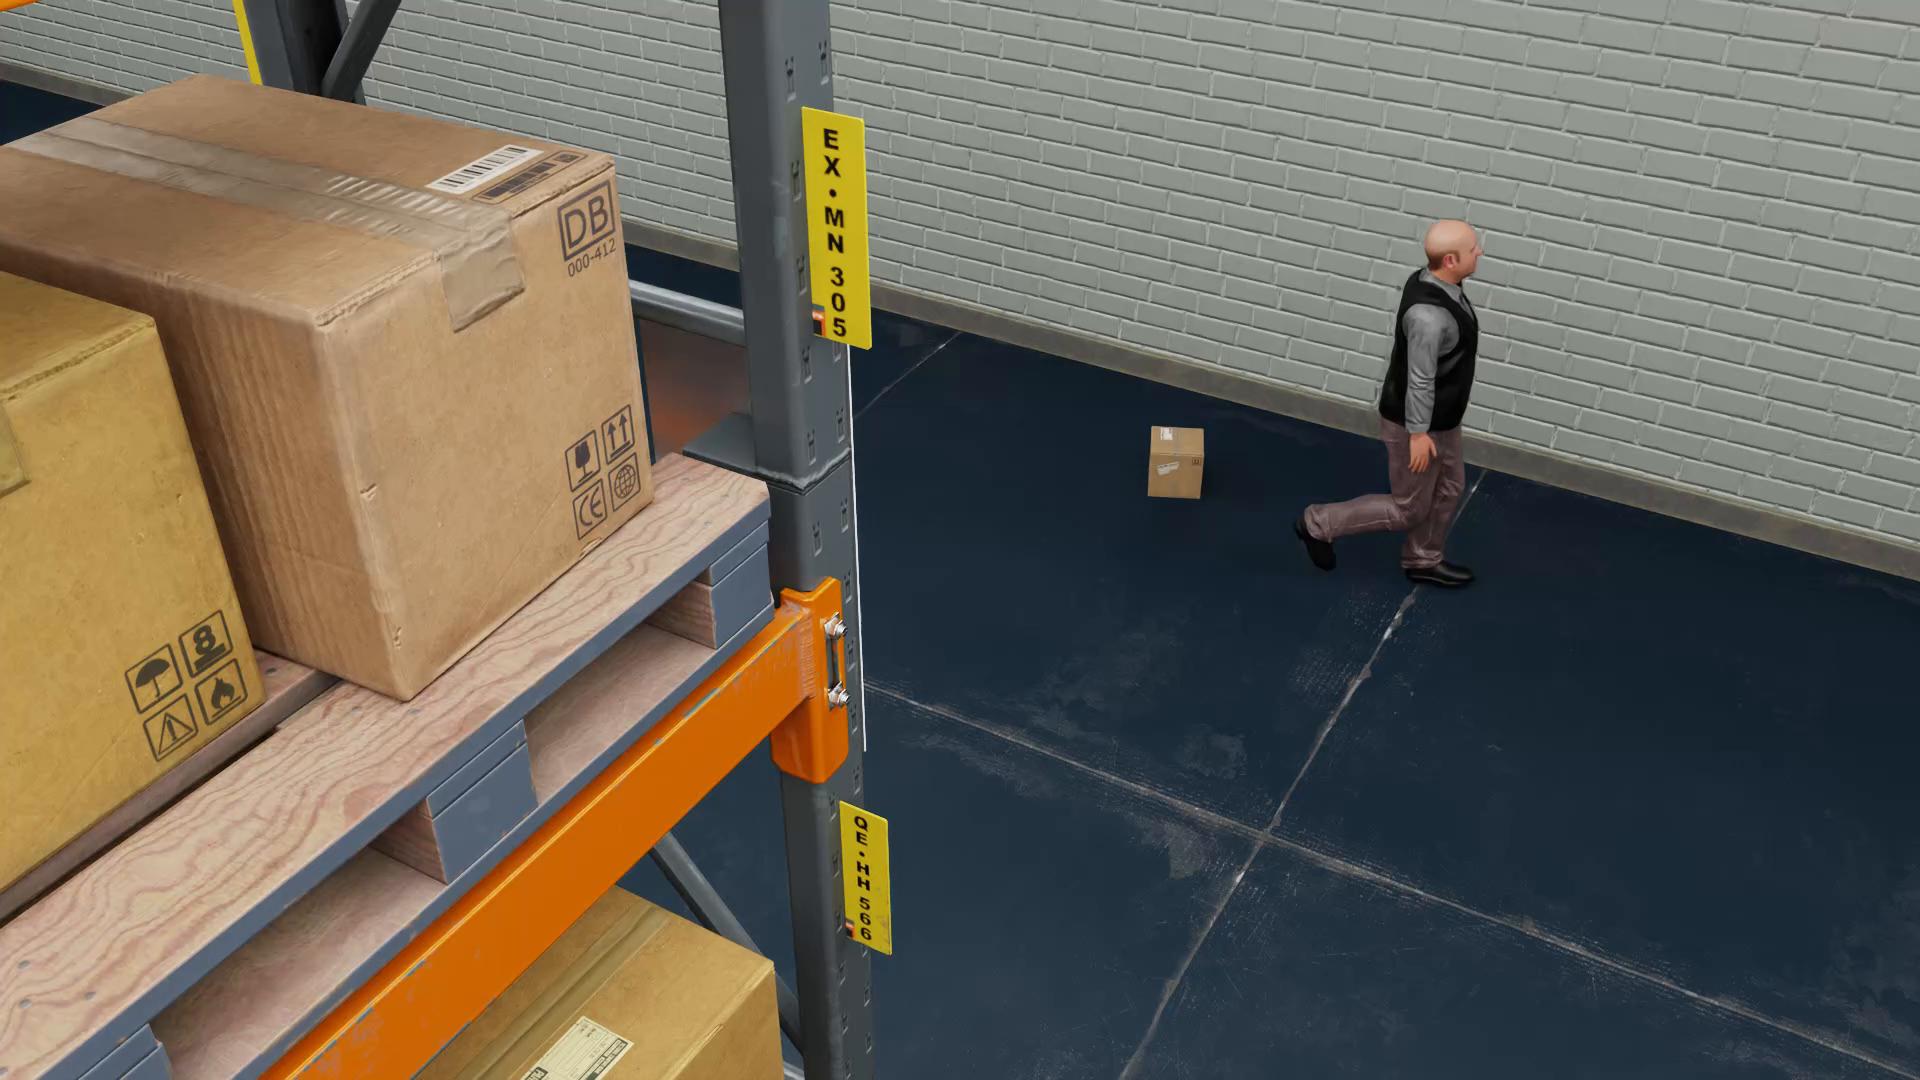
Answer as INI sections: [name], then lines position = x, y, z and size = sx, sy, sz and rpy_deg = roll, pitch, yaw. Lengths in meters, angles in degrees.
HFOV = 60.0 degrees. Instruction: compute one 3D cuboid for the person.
[person]
position = 1.876, -0.539, 6.950
size = 0.796, 1.702, 0.536
rpy_deg = 11, 35, 16
